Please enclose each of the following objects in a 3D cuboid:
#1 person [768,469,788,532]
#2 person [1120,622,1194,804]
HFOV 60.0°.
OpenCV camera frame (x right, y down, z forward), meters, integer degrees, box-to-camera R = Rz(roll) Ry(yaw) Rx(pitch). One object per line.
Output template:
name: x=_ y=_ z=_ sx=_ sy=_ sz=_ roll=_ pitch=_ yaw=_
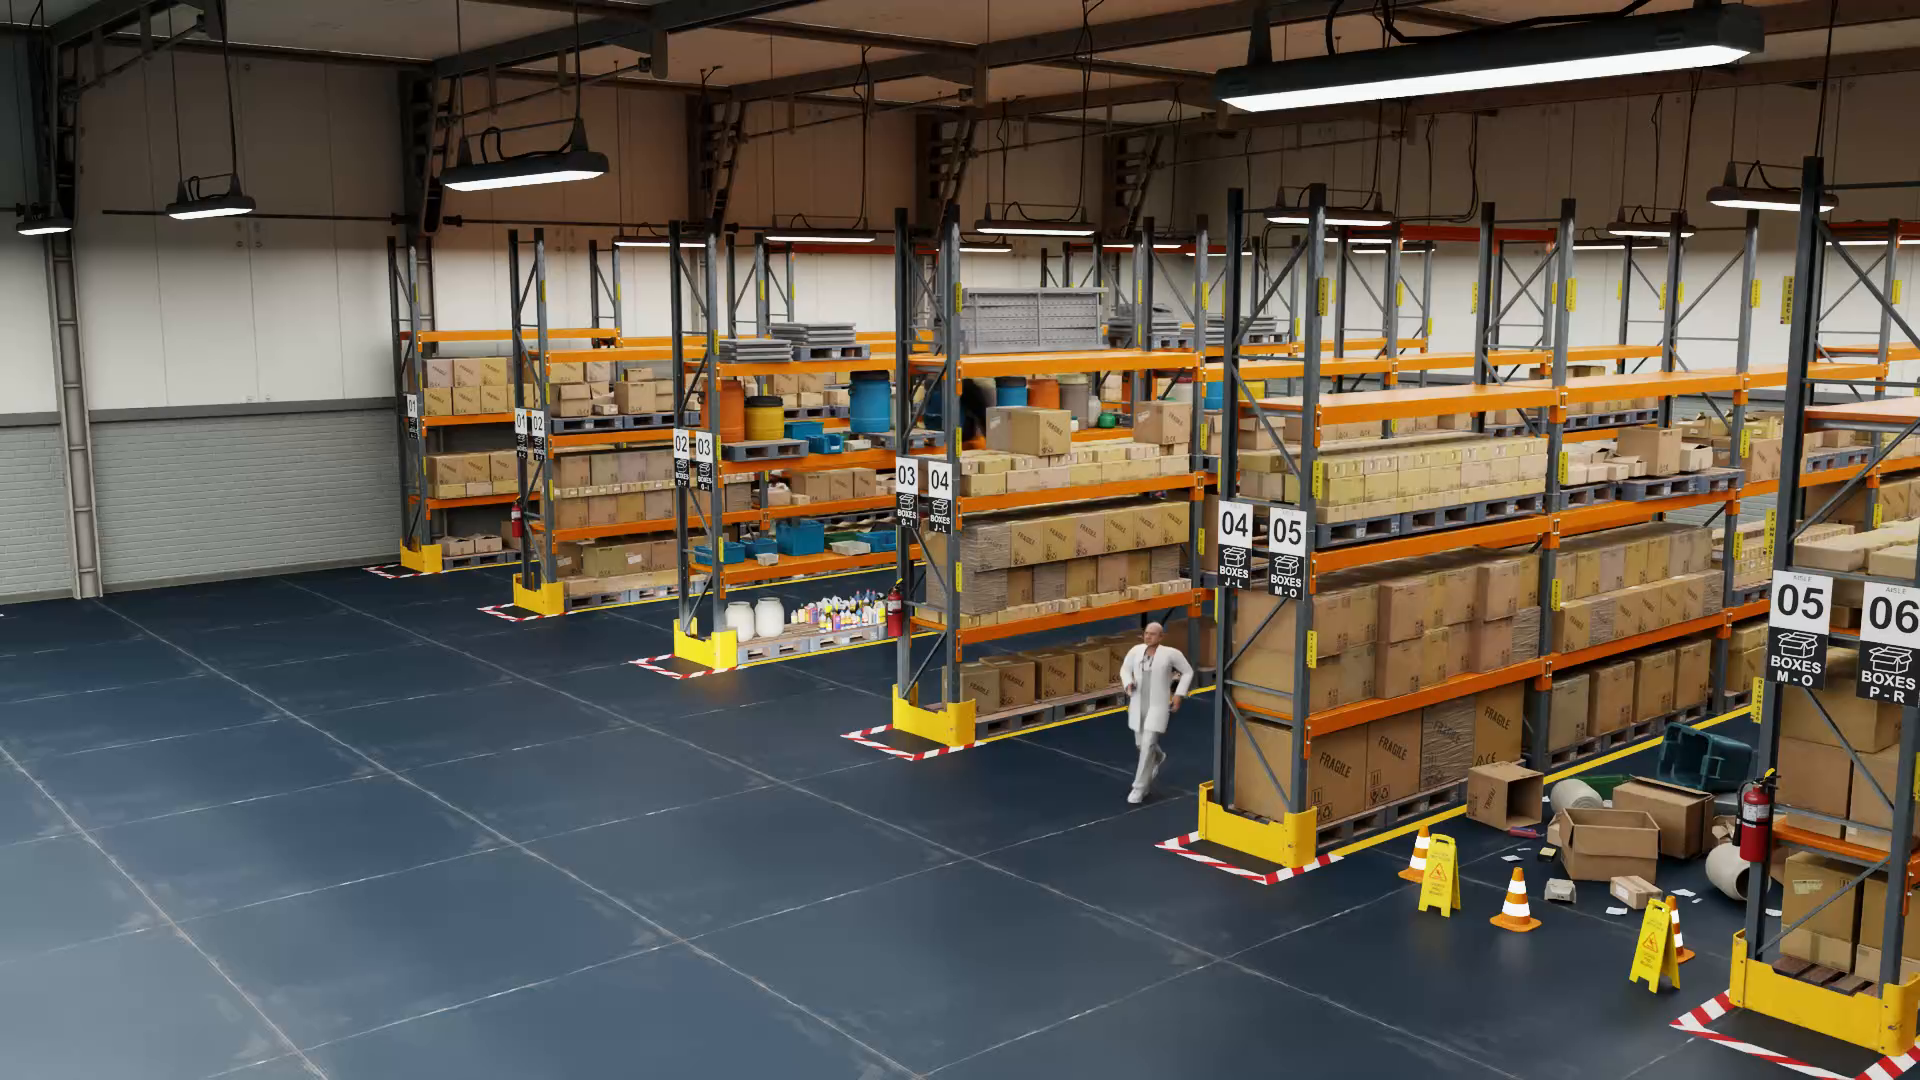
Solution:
person: x=-3.478 y=-0.500 z=31.387 sx=0.610 sy=1.716 sz=0.698 roll=-7 pitch=11 yaw=-40
person: x=1.959 y=1.710 z=16.885 sx=0.741 sy=1.771 sz=0.958 roll=6 pitch=10 yaw=32
